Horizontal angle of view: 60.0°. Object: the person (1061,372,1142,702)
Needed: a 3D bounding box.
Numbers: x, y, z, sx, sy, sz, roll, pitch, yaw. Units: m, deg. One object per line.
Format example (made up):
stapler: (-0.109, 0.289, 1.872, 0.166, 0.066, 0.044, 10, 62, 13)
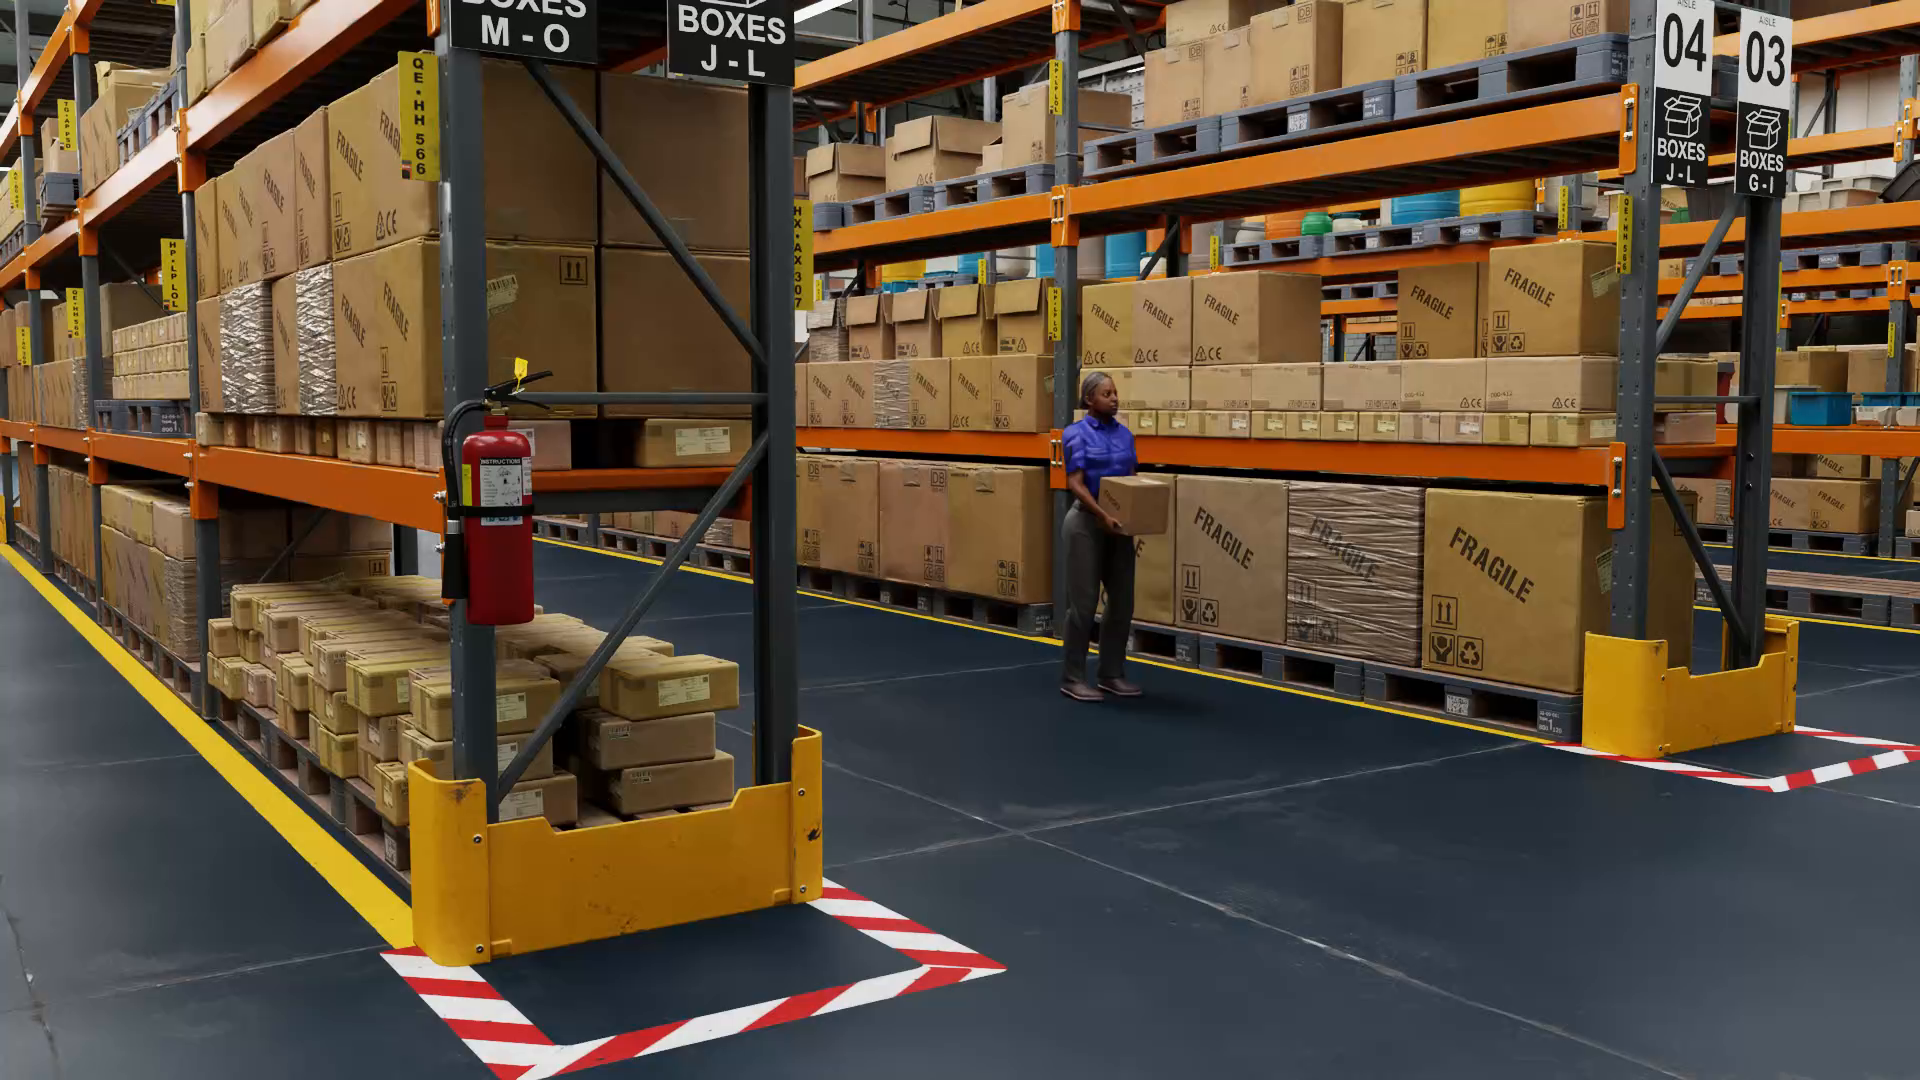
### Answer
person: (0.761, -0.018, 8.380, 0.448, 1.655, 0.505, -3, 6, -33)
